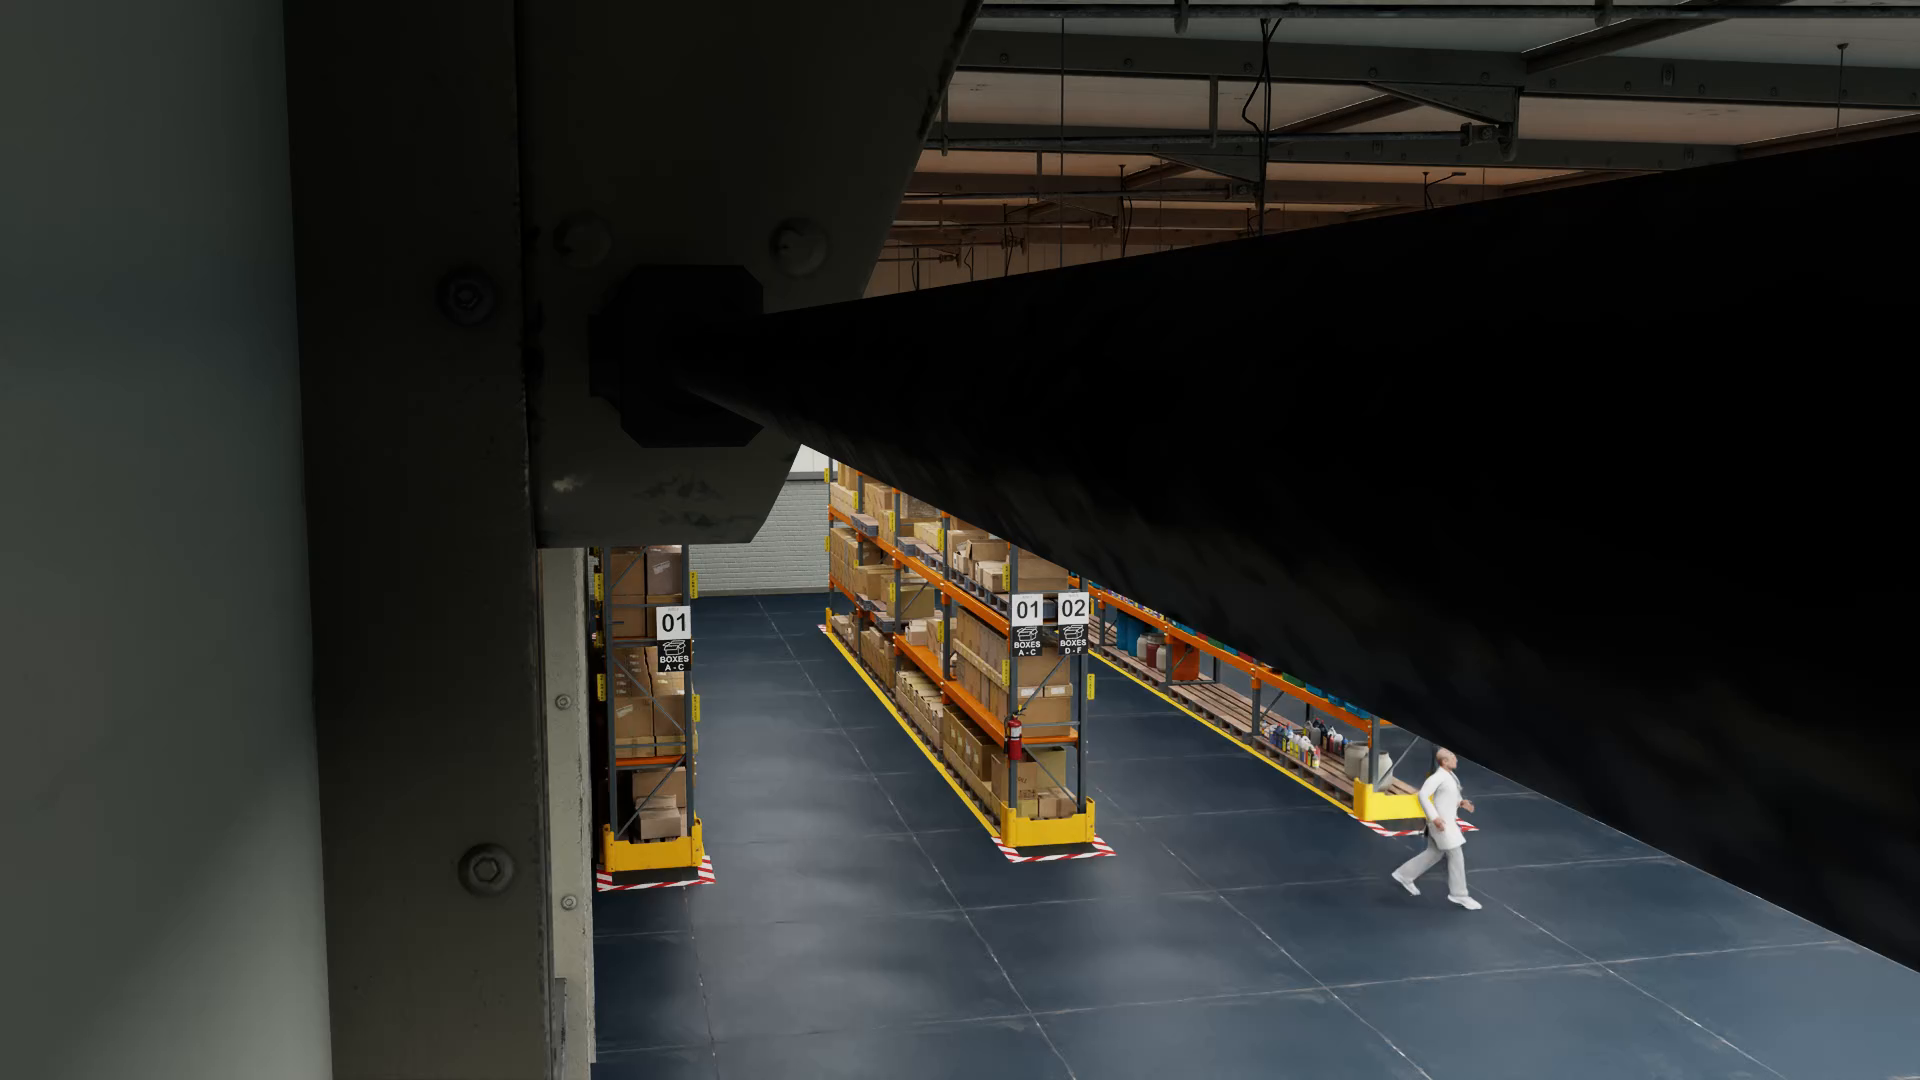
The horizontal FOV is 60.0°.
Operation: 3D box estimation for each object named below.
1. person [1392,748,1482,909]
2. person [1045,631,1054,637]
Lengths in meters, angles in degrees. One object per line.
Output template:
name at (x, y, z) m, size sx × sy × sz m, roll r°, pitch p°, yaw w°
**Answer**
person at (5.403, 3.226, 18.778) m, size 0.993 × 1.799 × 0.712 m, roll 2°, pitch 7°, yaw 17°
person at (1.488, 1.914, 30.366) m, size 0.588 × 1.696 × 0.827 m, roll -2°, pitch 7°, yaw -18°
